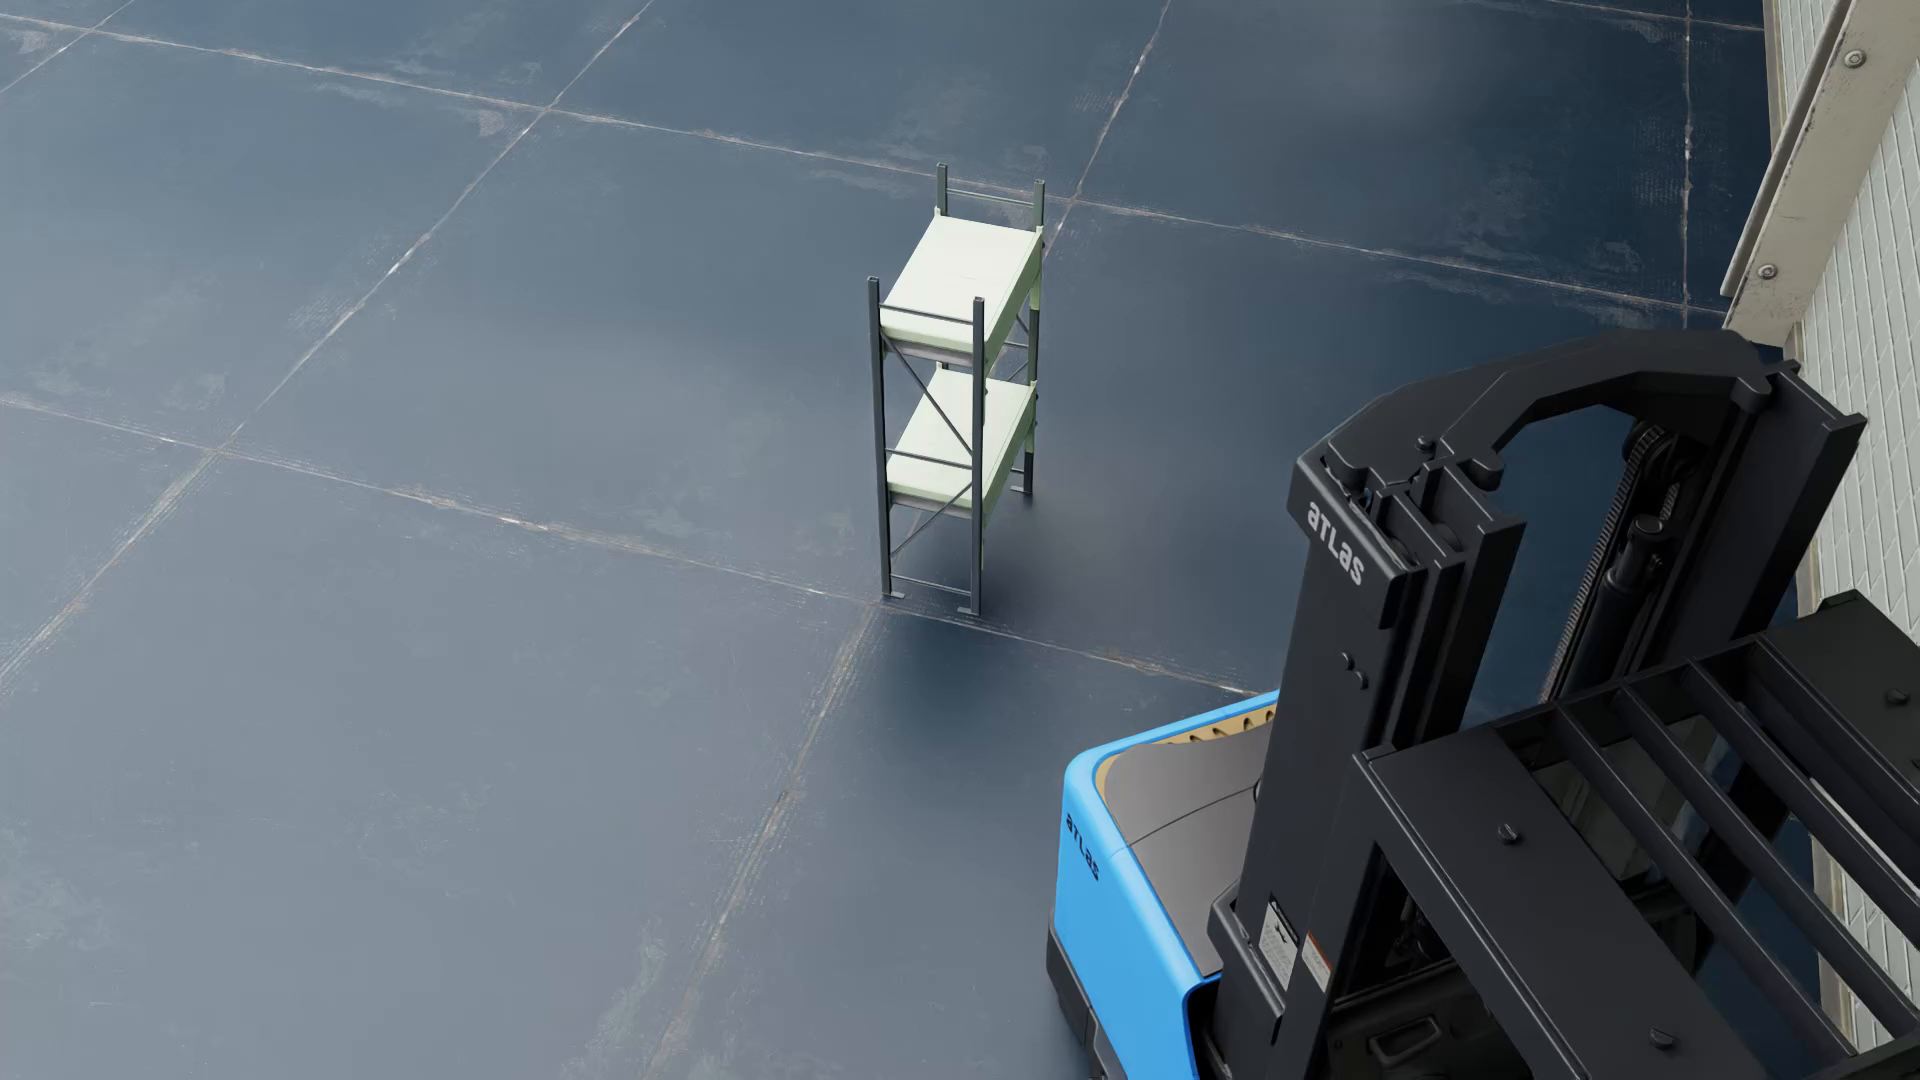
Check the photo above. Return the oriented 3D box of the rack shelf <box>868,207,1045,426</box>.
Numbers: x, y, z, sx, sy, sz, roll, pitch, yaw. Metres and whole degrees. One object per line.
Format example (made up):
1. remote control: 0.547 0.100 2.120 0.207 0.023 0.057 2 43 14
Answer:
1. rack shelf: -0.002 -0.811 5.948 0.431 0.370 0.720 13 46 12

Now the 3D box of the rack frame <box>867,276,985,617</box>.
1. rack frame: -0.113 -0.288 5.972 0.400 1.500 0.023 13 46 12

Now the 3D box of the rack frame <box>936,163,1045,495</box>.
1. rack frame: 0.109 -0.776 6.470 0.400 1.500 0.023 13 46 12

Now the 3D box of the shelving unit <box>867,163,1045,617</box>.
1. shelving unit: -0.002 -0.532 6.221 0.431 1.500 0.755 13 46 12

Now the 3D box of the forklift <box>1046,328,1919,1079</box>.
1. forklift: 1.280 1.160 3.469 1.130 2.935 3.031 -15 46 -15

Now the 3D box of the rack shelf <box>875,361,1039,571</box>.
1. rack shelf: -0.002 -0.299 6.449 0.431 0.370 0.720 13 46 12

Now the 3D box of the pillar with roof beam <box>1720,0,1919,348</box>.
1. pillar with roof beam: -0.365 -5.172 5.601 9.100 9.000 0.400 13 46 13
